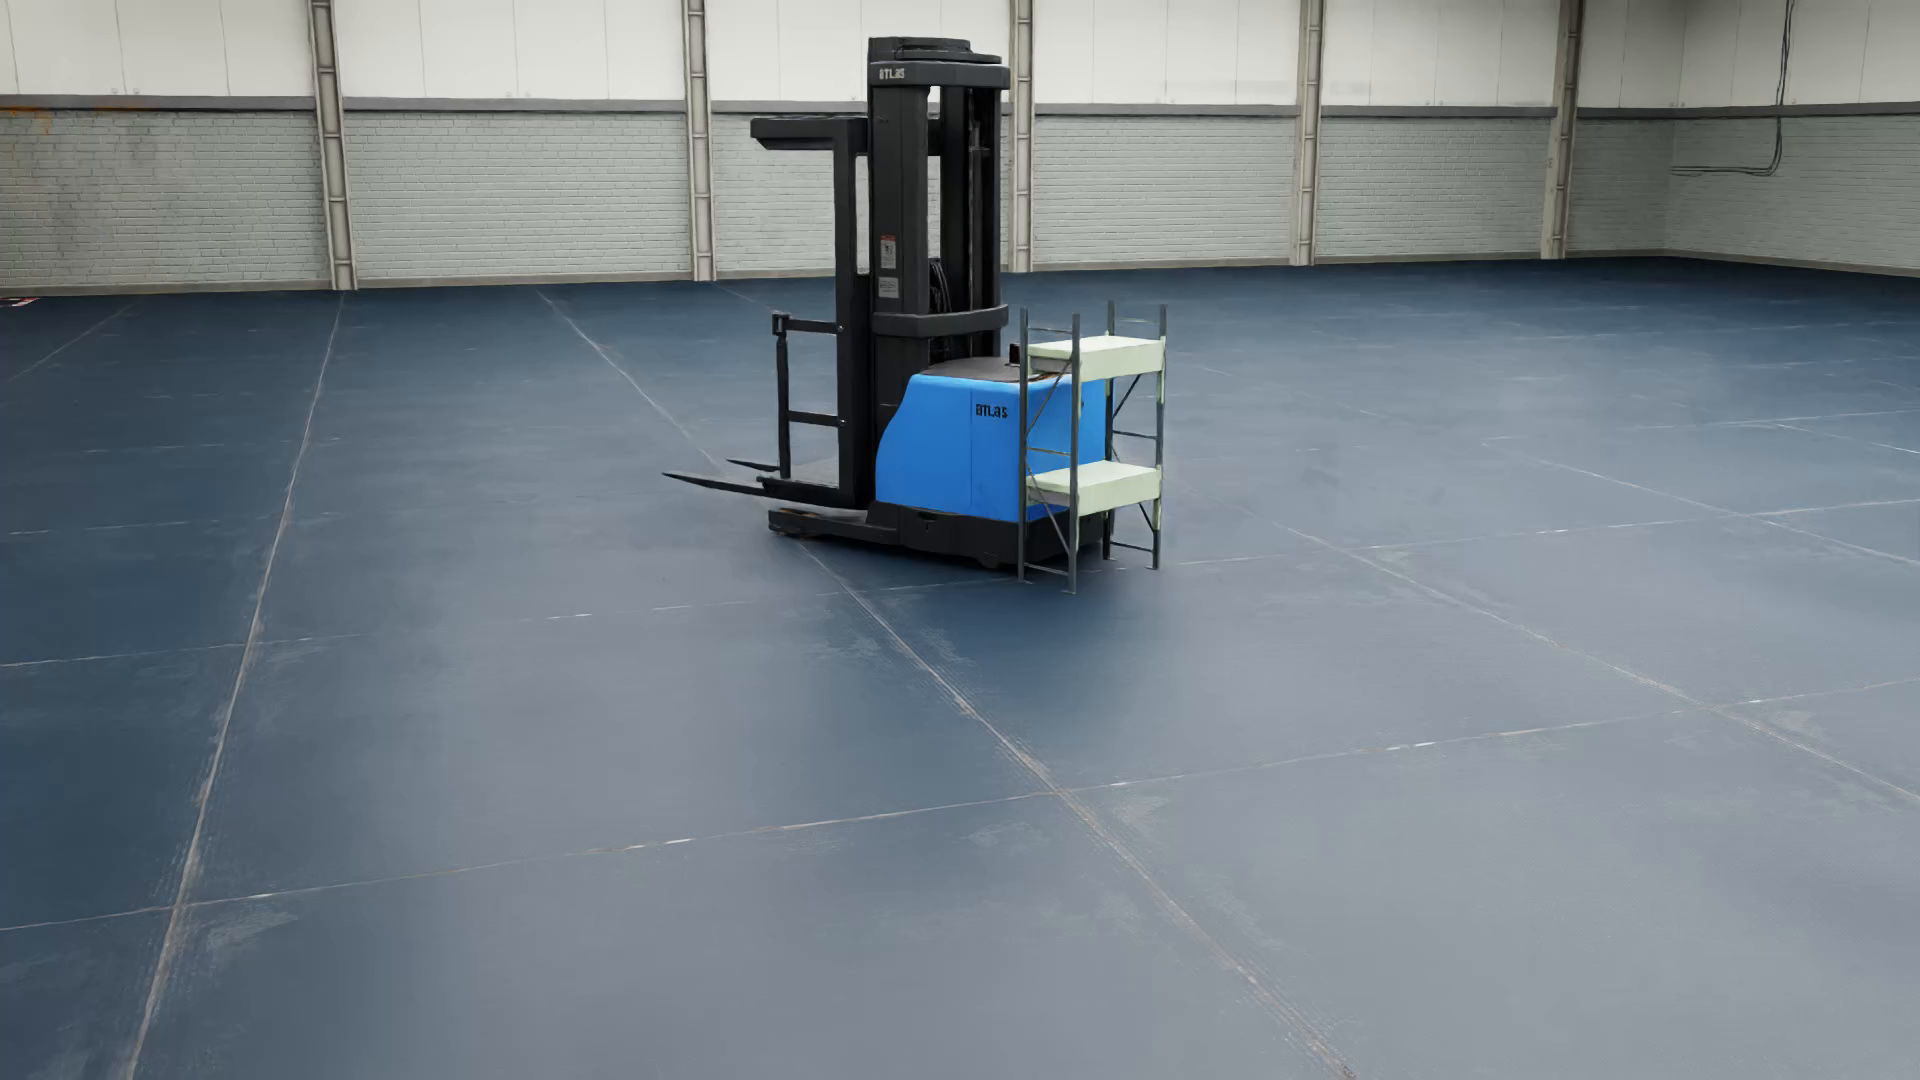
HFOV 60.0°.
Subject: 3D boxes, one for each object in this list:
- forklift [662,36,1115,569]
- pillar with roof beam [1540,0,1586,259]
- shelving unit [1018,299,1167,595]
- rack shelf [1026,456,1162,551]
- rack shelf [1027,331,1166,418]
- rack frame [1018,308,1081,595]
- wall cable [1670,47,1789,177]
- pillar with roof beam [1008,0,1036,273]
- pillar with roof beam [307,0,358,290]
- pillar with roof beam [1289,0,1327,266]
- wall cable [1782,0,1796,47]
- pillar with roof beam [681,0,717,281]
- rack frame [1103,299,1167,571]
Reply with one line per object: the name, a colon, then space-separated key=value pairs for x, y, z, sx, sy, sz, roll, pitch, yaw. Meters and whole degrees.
forklift: x=-0.565 y=-1.512 z=10.164 sx=3.031 sy=2.935 sz=1.130 roll=10 pitch=16 yaw=35
pillar with roof beam: x=13.884 y=-9.377 z=30.120 sx=0.400 sy=9.000 sz=9.100 roll=-4 pitch=14 yaw=-18
shelving unit: x=0.726 y=-0.529 z=9.126 sx=0.431 sy=1.500 sz=0.755 roll=13 pitch=18 yaw=43
rack shelf: x=0.726 y=-0.212 z=9.202 sx=0.431 sy=0.370 sz=0.720 roll=13 pitch=18 yaw=43
rack shelf: x=0.726 y=-0.909 z=9.036 sx=0.431 sy=0.370 sz=0.720 roll=13 pitch=18 yaw=43
rack frame: x=0.471 y=-0.468 z=8.871 sx=0.400 sy=1.500 sz=0.023 roll=13 pitch=18 yaw=43
wall cable: x=15.725 y=-8.738 z=34.143 sx=0.112 sy=2.526 sz=3.097 roll=-4 pitch=14 yaw=-18
pillar with roof beam: x=2.511 y=-8.492 z=26.396 sx=0.400 sy=9.000 sz=9.100 roll=-4 pitch=14 yaw=-18
pillar with roof beam: x=-8.862 y=-7.606 z=22.673 sx=0.400 sy=9.000 sz=9.100 roll=-4 pitch=14 yaw=-18
pillar with roof beam: x=8.198 y=-8.935 z=28.258 sx=0.400 sy=9.000 sz=9.100 roll=-4 pitch=14 yaw=-18
wall cable: x=16.588 y=-10.602 z=31.064 sx=0.112 sy=2.526 sz=3.097 roll=-4 pitch=14 yaw=-18
pillar with roof beam: x=-3.176 y=-8.049 z=24.535 sx=0.400 sy=9.000 sz=9.100 roll=-4 pitch=14 yaw=-18
rack frame: x=0.982 y=-0.590 z=9.382 sx=0.400 sy=1.500 sz=0.023 roll=13 pitch=18 yaw=43
